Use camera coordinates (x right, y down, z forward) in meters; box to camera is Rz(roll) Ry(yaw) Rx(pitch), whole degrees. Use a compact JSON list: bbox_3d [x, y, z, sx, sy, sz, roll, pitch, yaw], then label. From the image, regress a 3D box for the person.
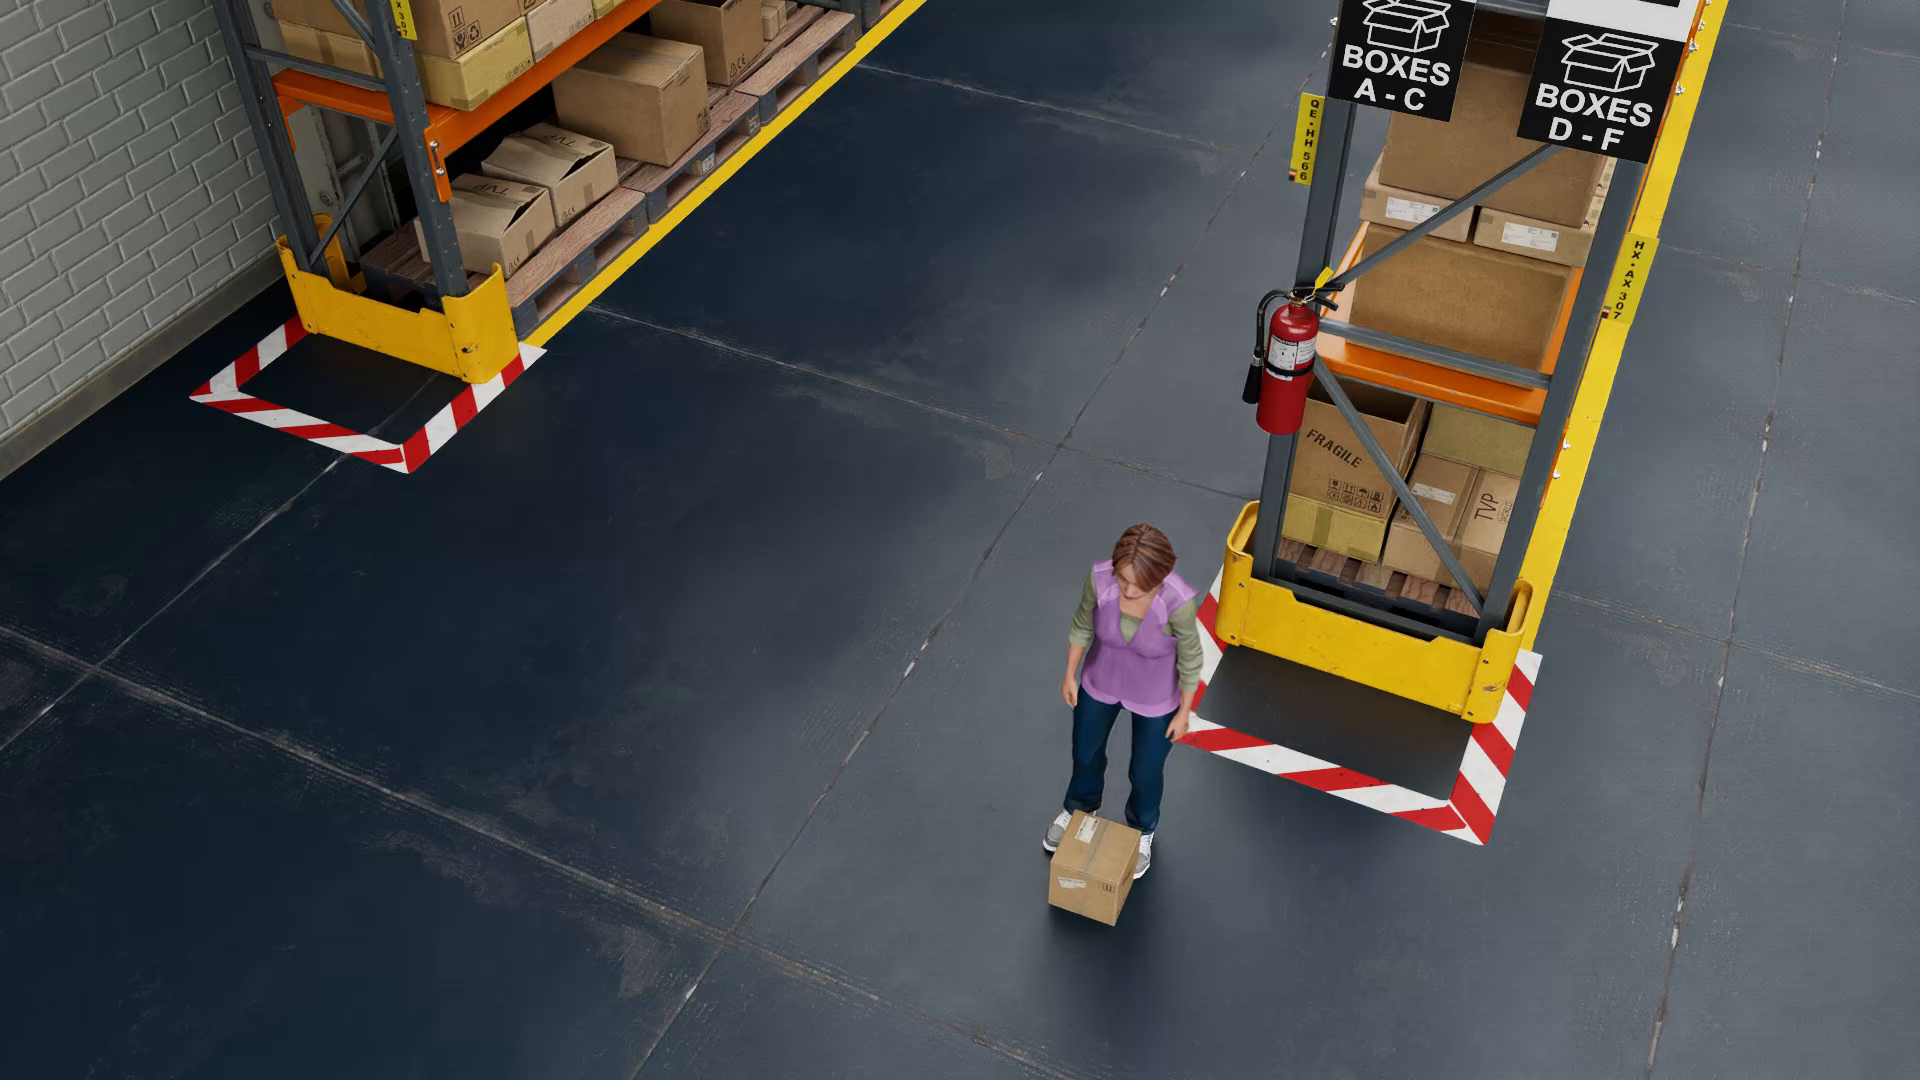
[{"bbox_3d":[0.567,0.521,5.601,0.467,1.593,0.349,17,45,18],"label":"person"}]
